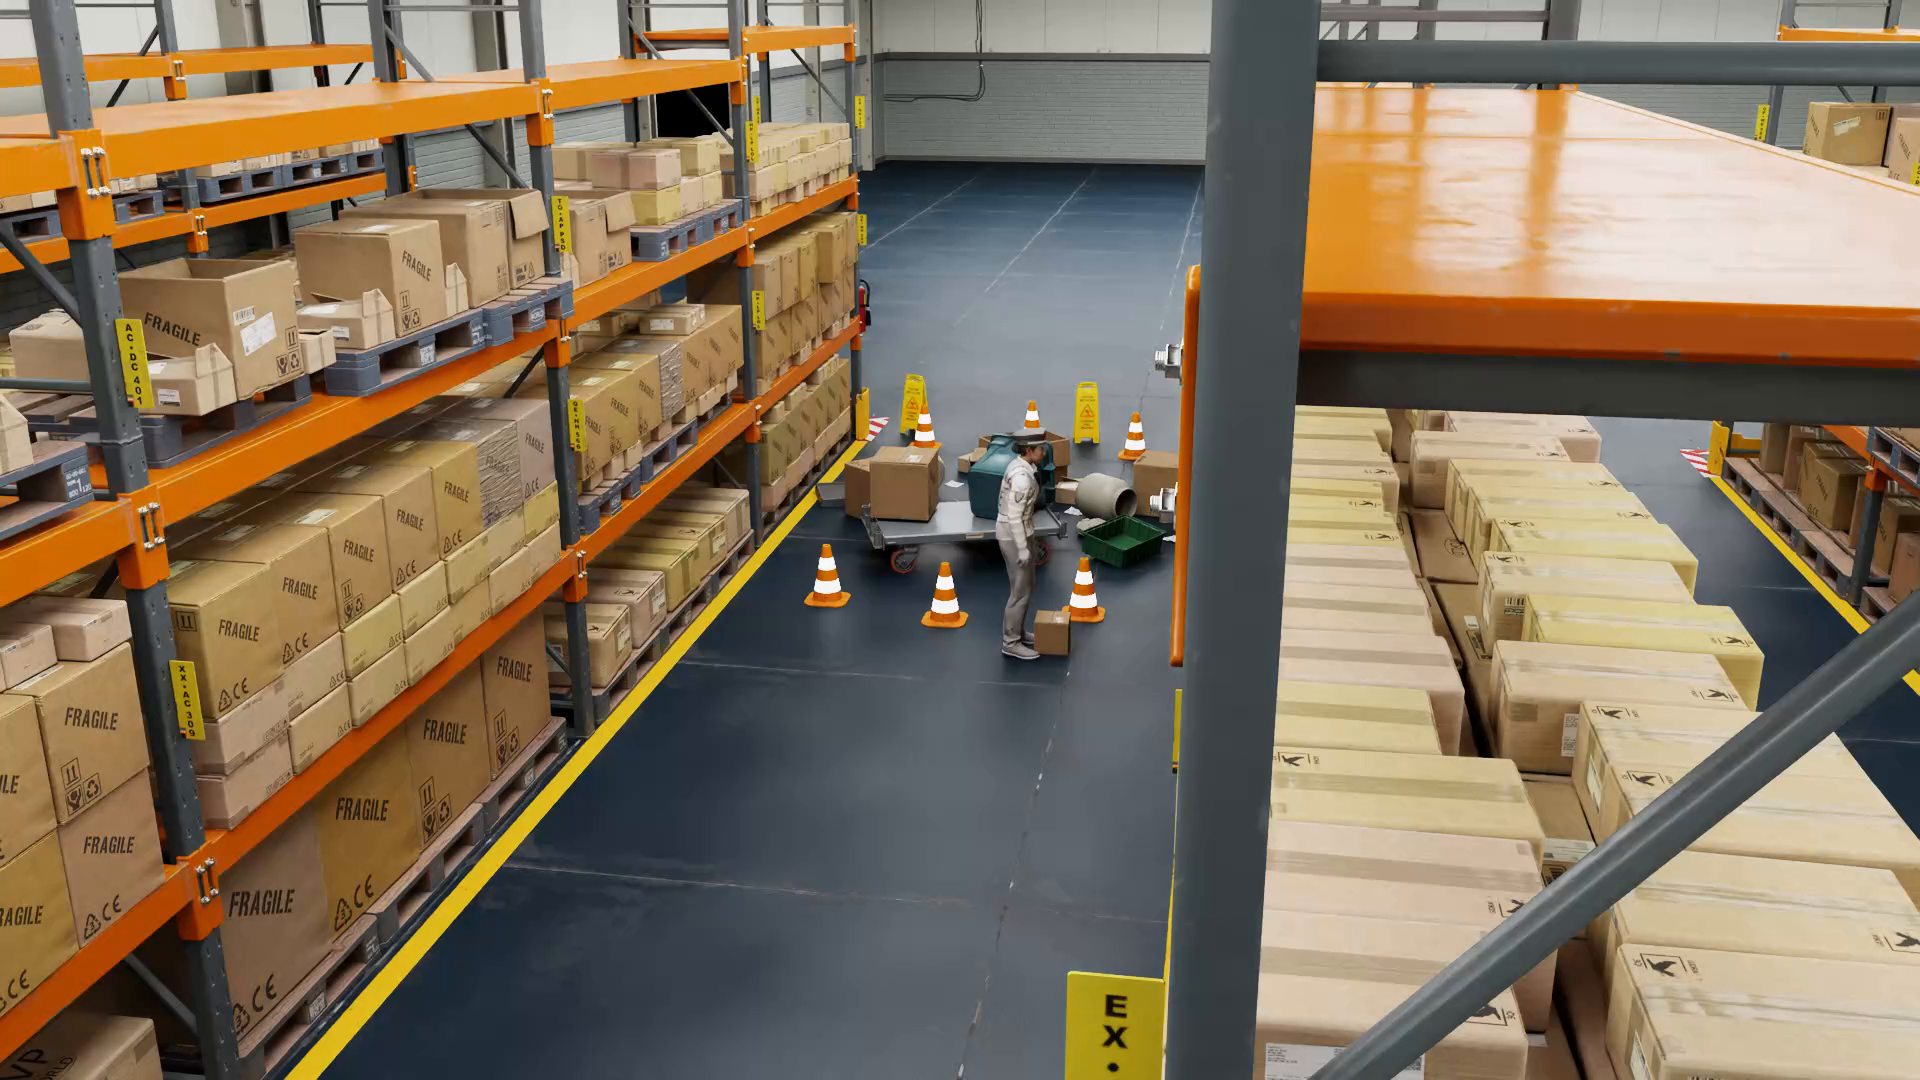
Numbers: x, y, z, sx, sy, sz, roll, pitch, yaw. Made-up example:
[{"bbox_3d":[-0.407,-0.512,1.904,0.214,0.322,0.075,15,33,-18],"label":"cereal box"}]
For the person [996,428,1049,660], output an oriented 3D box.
[{"bbox_3d":[0.448,0.001,12.046,0.377,1.663,0.538,2,18,7],"label":"person"}]
